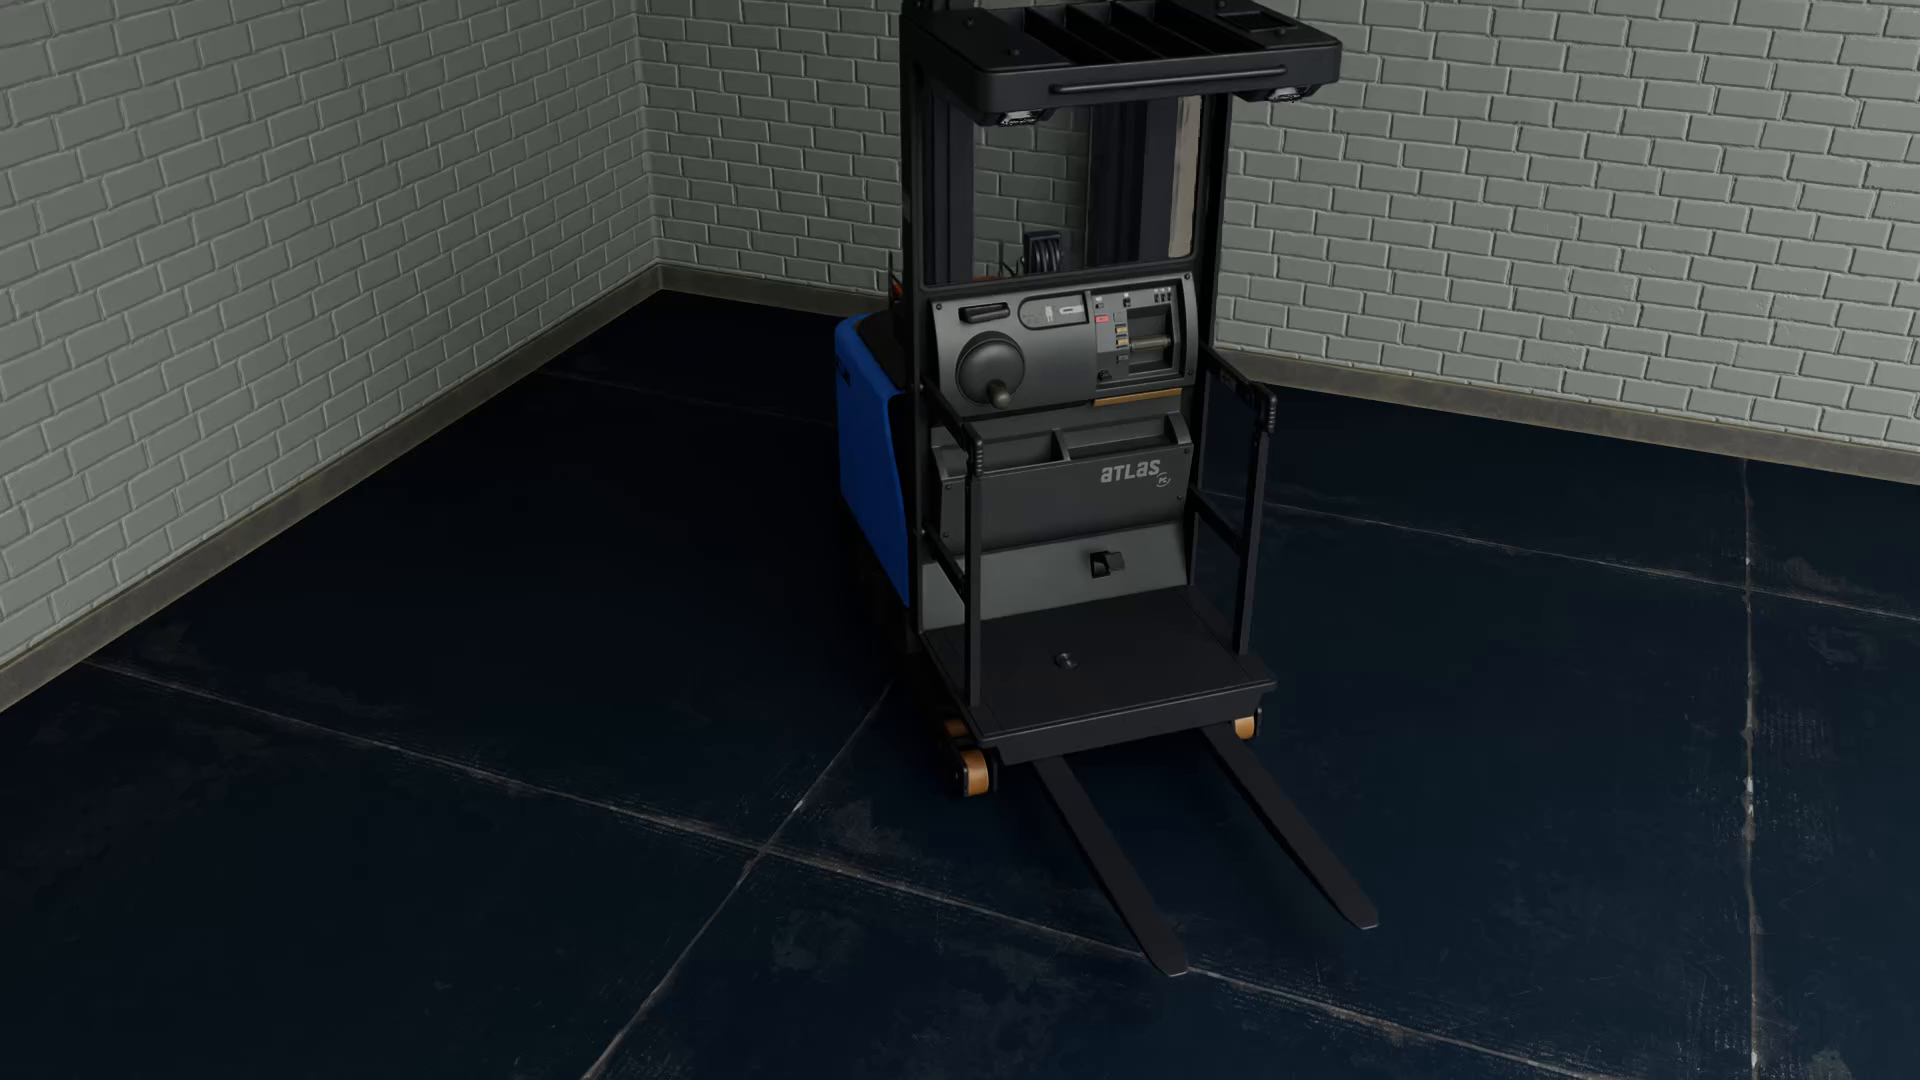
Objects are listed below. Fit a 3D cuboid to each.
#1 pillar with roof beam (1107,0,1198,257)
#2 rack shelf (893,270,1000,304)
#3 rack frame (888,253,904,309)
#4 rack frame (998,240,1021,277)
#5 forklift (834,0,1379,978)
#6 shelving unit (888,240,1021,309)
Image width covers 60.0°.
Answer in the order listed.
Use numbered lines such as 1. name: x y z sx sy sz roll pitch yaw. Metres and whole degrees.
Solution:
1. pillar with roof beam: -0.688 -2.845 3.139 0.400 9.000 9.100 11 31 19
2. rack shelf: -0.025 -0.998 6.998 0.480 0.148 0.258 -9 31 -16
3. rack frame: -0.257 -0.618 7.125 0.015 1.200 0.240 -9 31 -16
4. rack frame: 0.207 -0.693 7.257 0.015 1.200 0.240 -9 31 -16
5. forklift: 0.427 -0.621 5.371 1.130 2.935 3.031 -9 31 -16
6. shelving unit: -0.025 -0.656 7.191 0.503 1.200 0.258 -9 31 -16
